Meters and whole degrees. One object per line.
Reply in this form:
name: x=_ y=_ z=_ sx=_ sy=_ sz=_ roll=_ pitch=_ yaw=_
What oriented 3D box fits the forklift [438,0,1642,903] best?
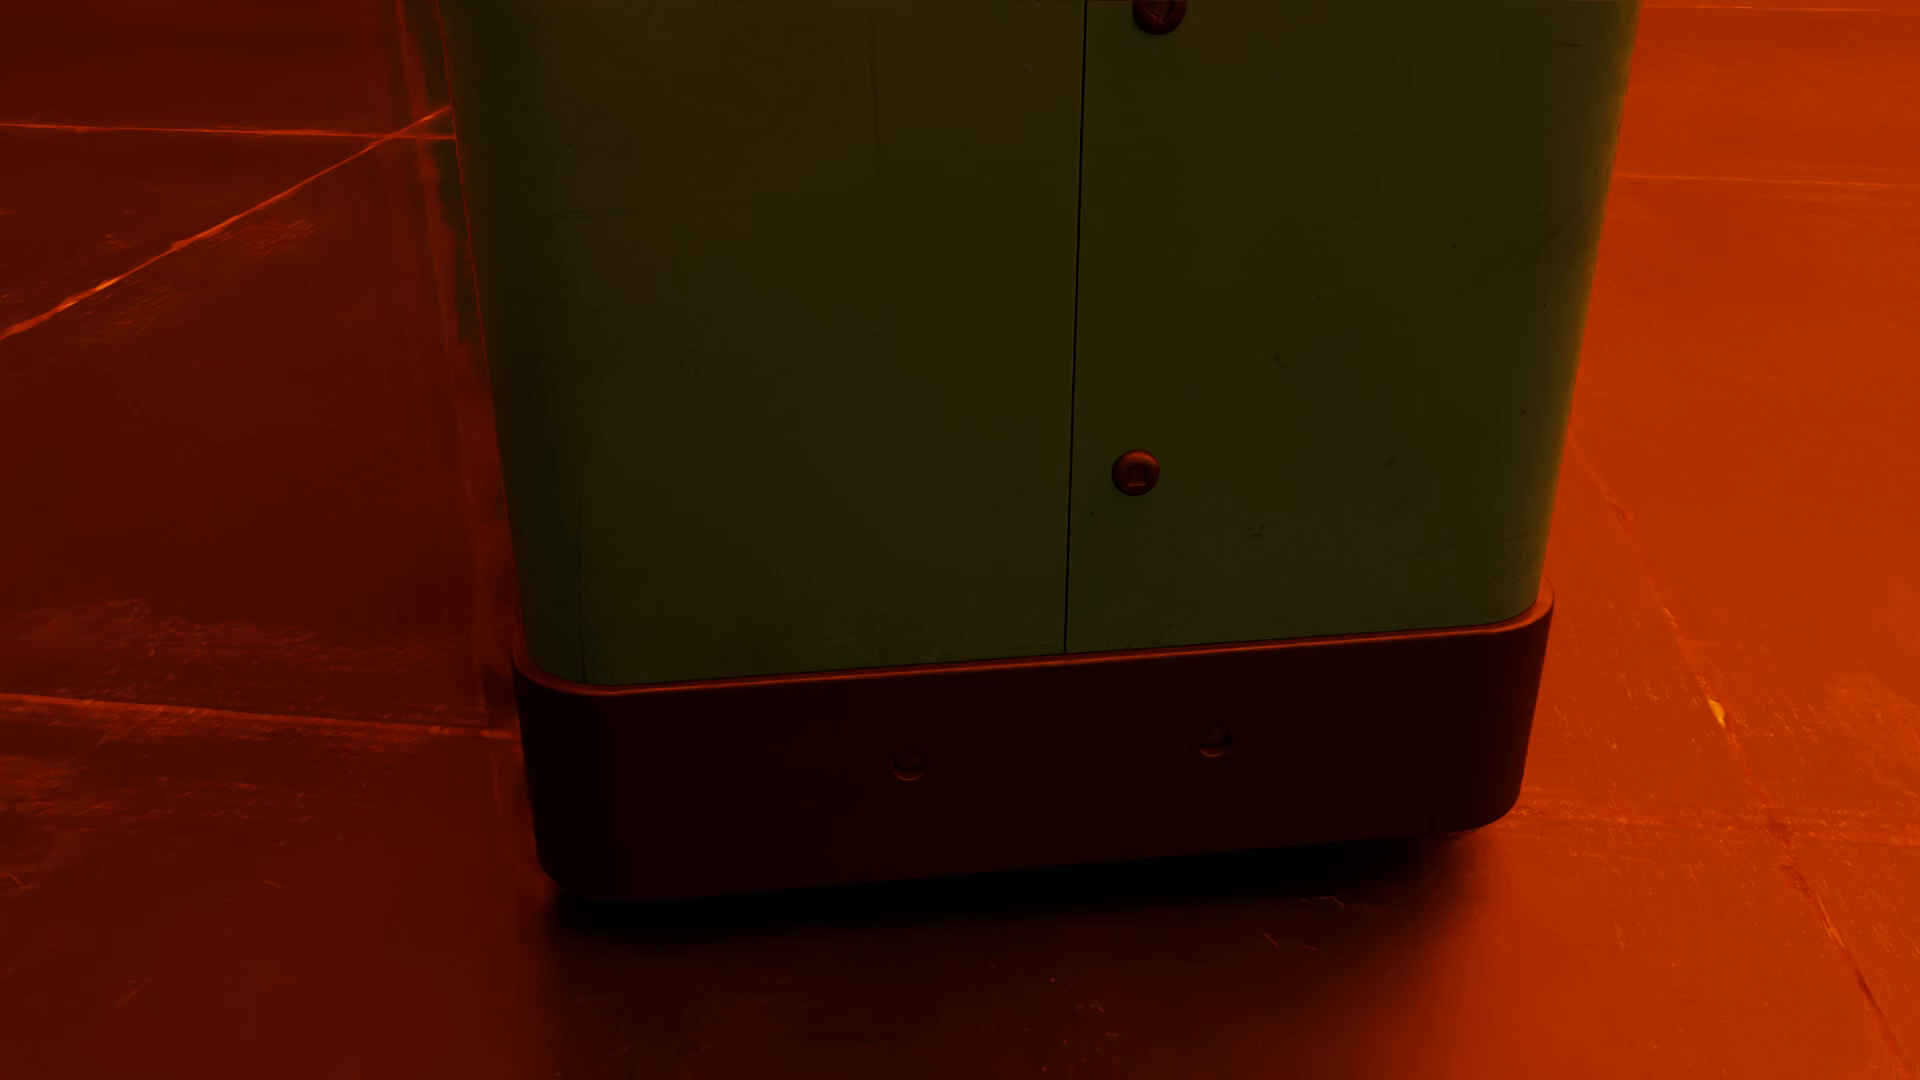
forklift: x=-0.105 y=-1.587 z=2.398 sx=1.130 sy=2.935 sz=3.031 roll=-4 pitch=27 yaw=-7
